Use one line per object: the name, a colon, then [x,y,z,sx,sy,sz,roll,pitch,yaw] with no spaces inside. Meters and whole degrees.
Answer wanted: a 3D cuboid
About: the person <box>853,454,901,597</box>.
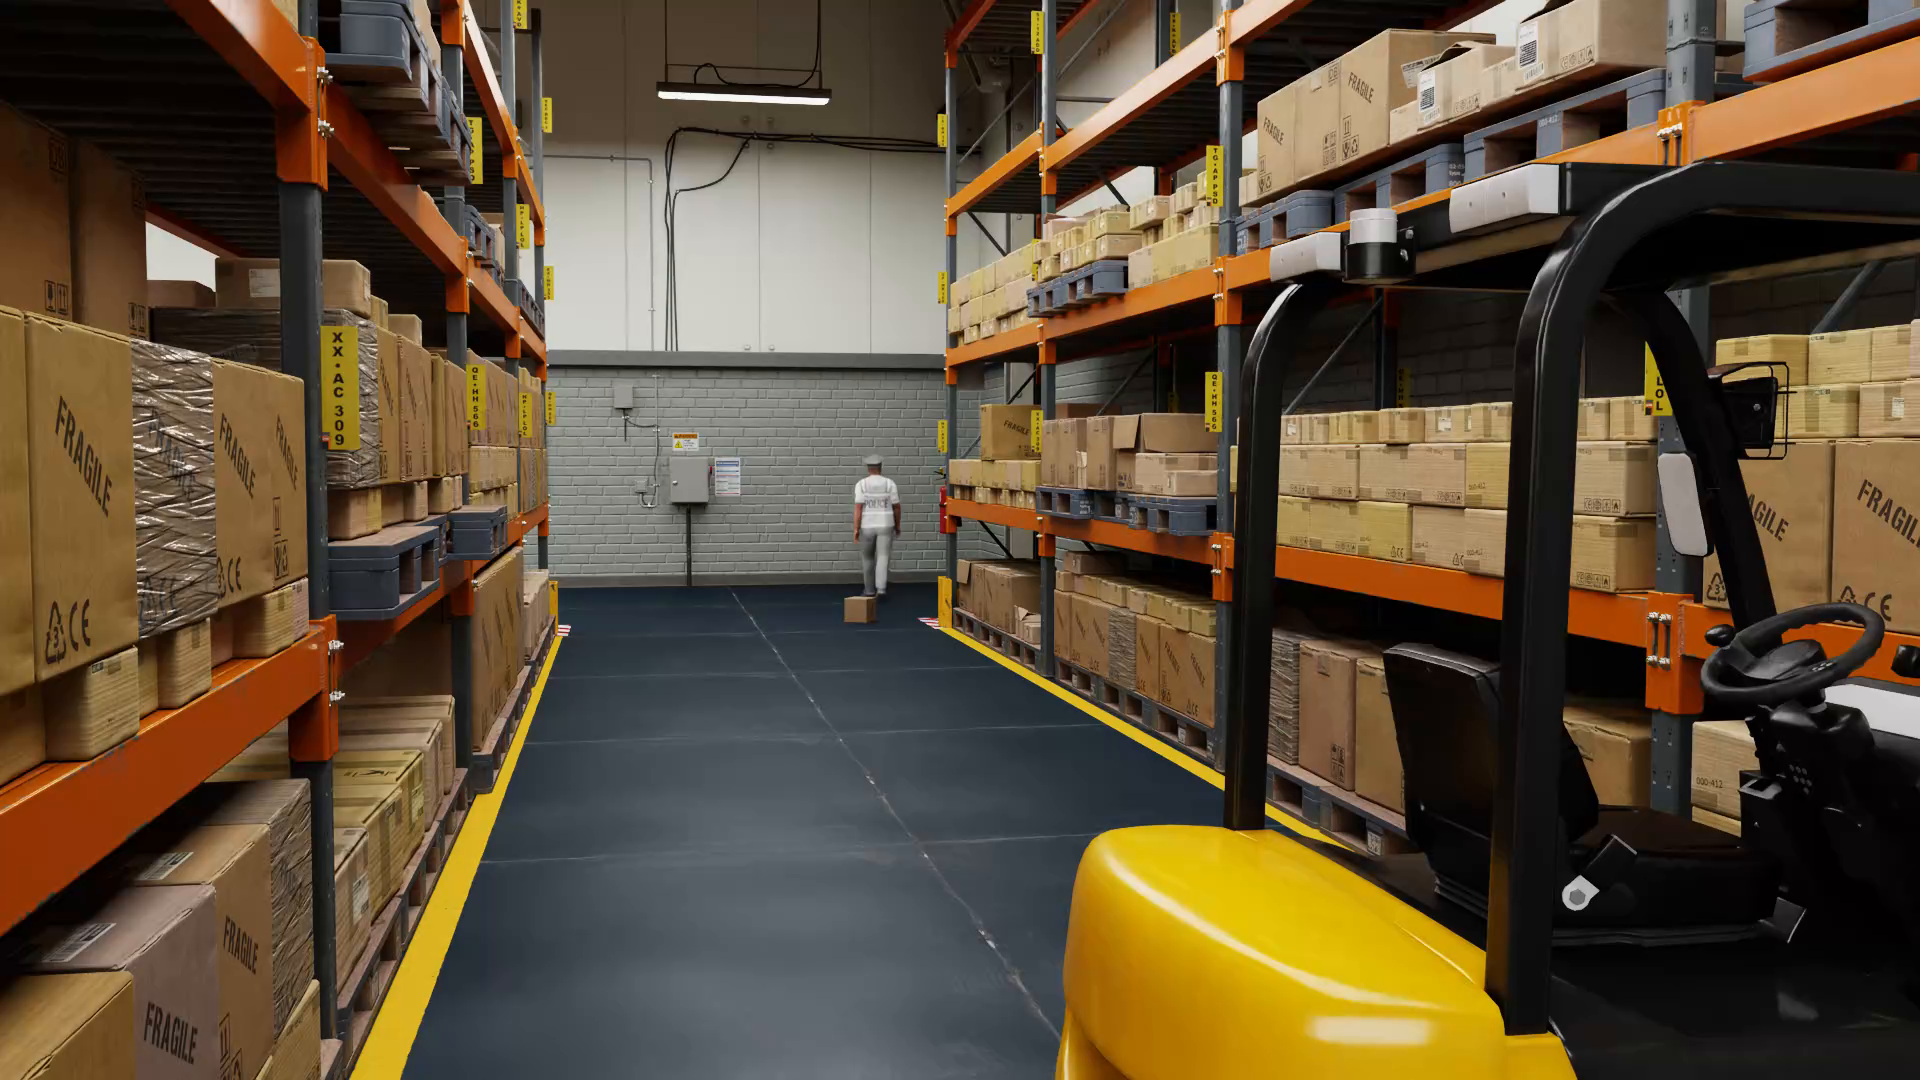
person: [-0.995,-0.172,20.061,0.564,1.722,1.040,0,3,0]
